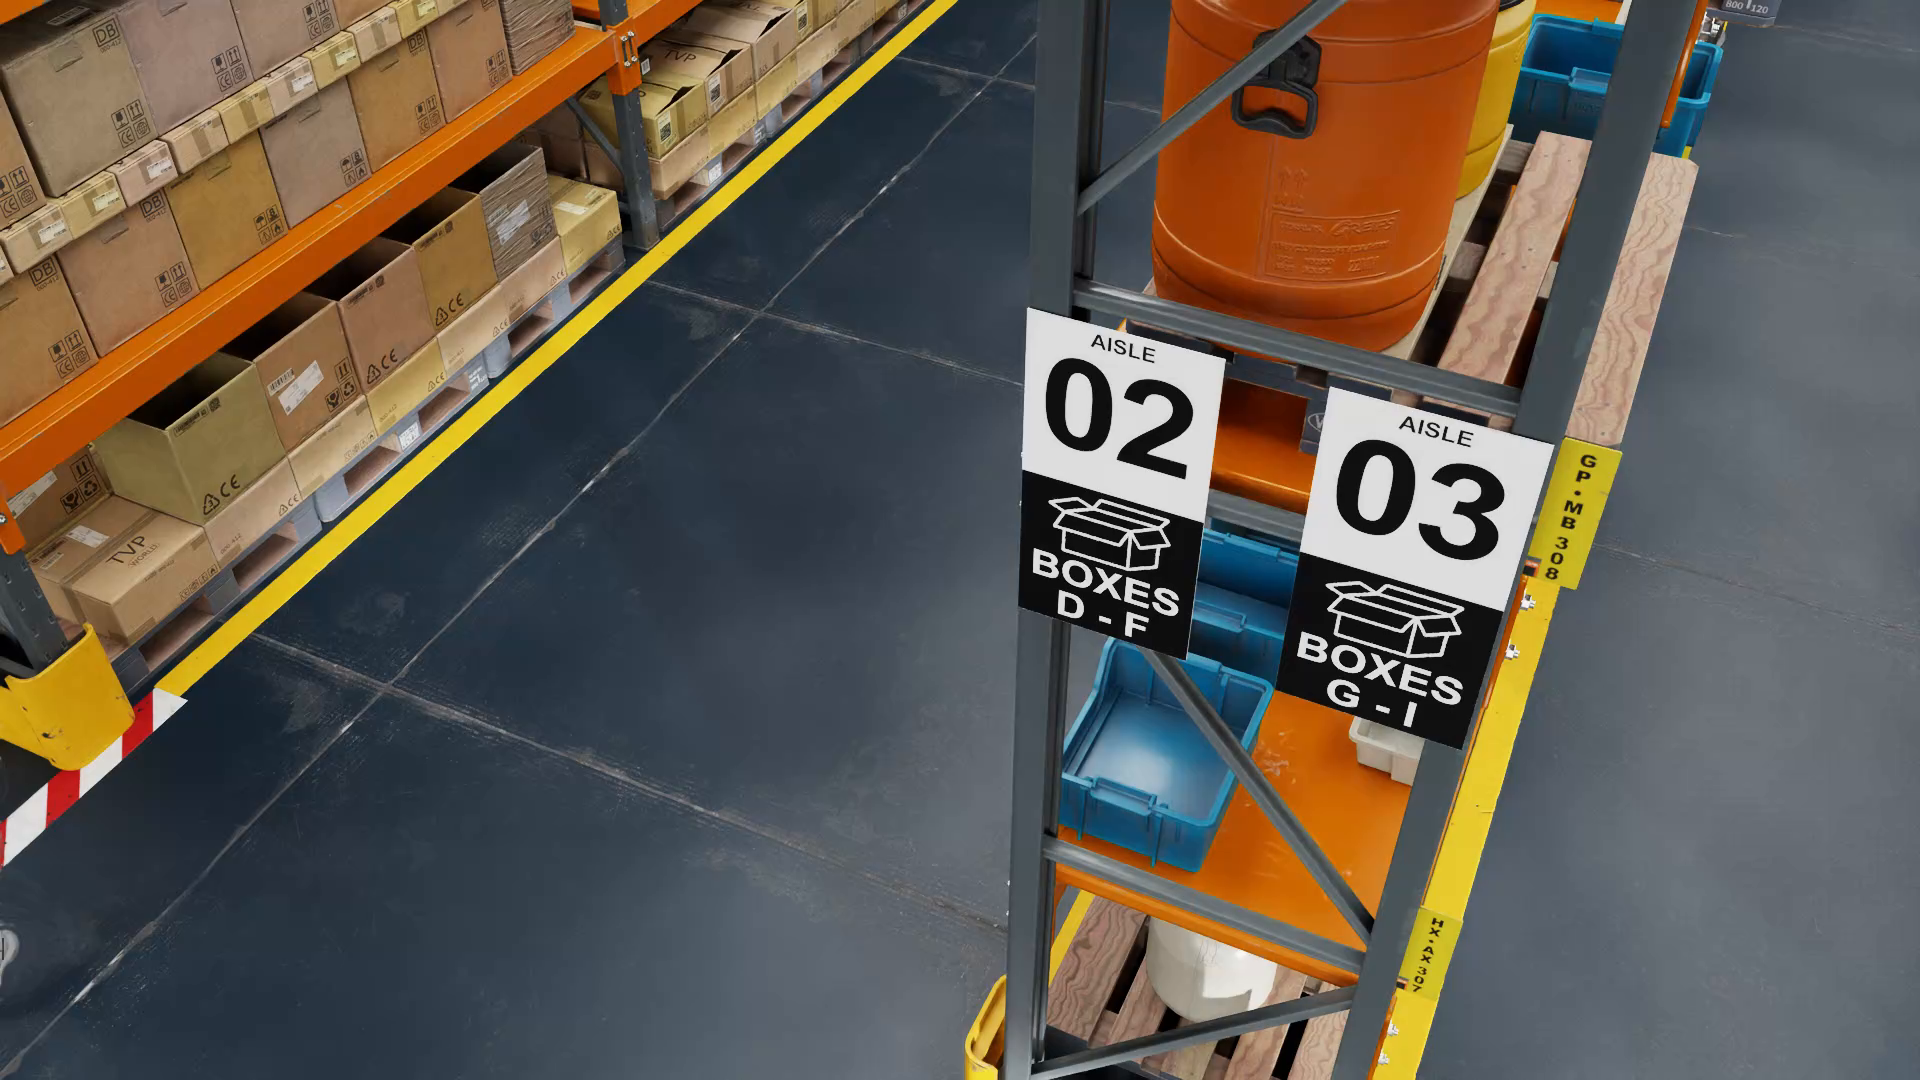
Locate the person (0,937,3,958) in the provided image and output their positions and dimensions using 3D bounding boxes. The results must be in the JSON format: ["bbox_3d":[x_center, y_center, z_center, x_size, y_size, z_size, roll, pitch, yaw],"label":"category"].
[{"bbox_3d":[-3.620,0.885,5.148,0.847,1.733,0.669,-8,42,-9],"label":"person"}]
